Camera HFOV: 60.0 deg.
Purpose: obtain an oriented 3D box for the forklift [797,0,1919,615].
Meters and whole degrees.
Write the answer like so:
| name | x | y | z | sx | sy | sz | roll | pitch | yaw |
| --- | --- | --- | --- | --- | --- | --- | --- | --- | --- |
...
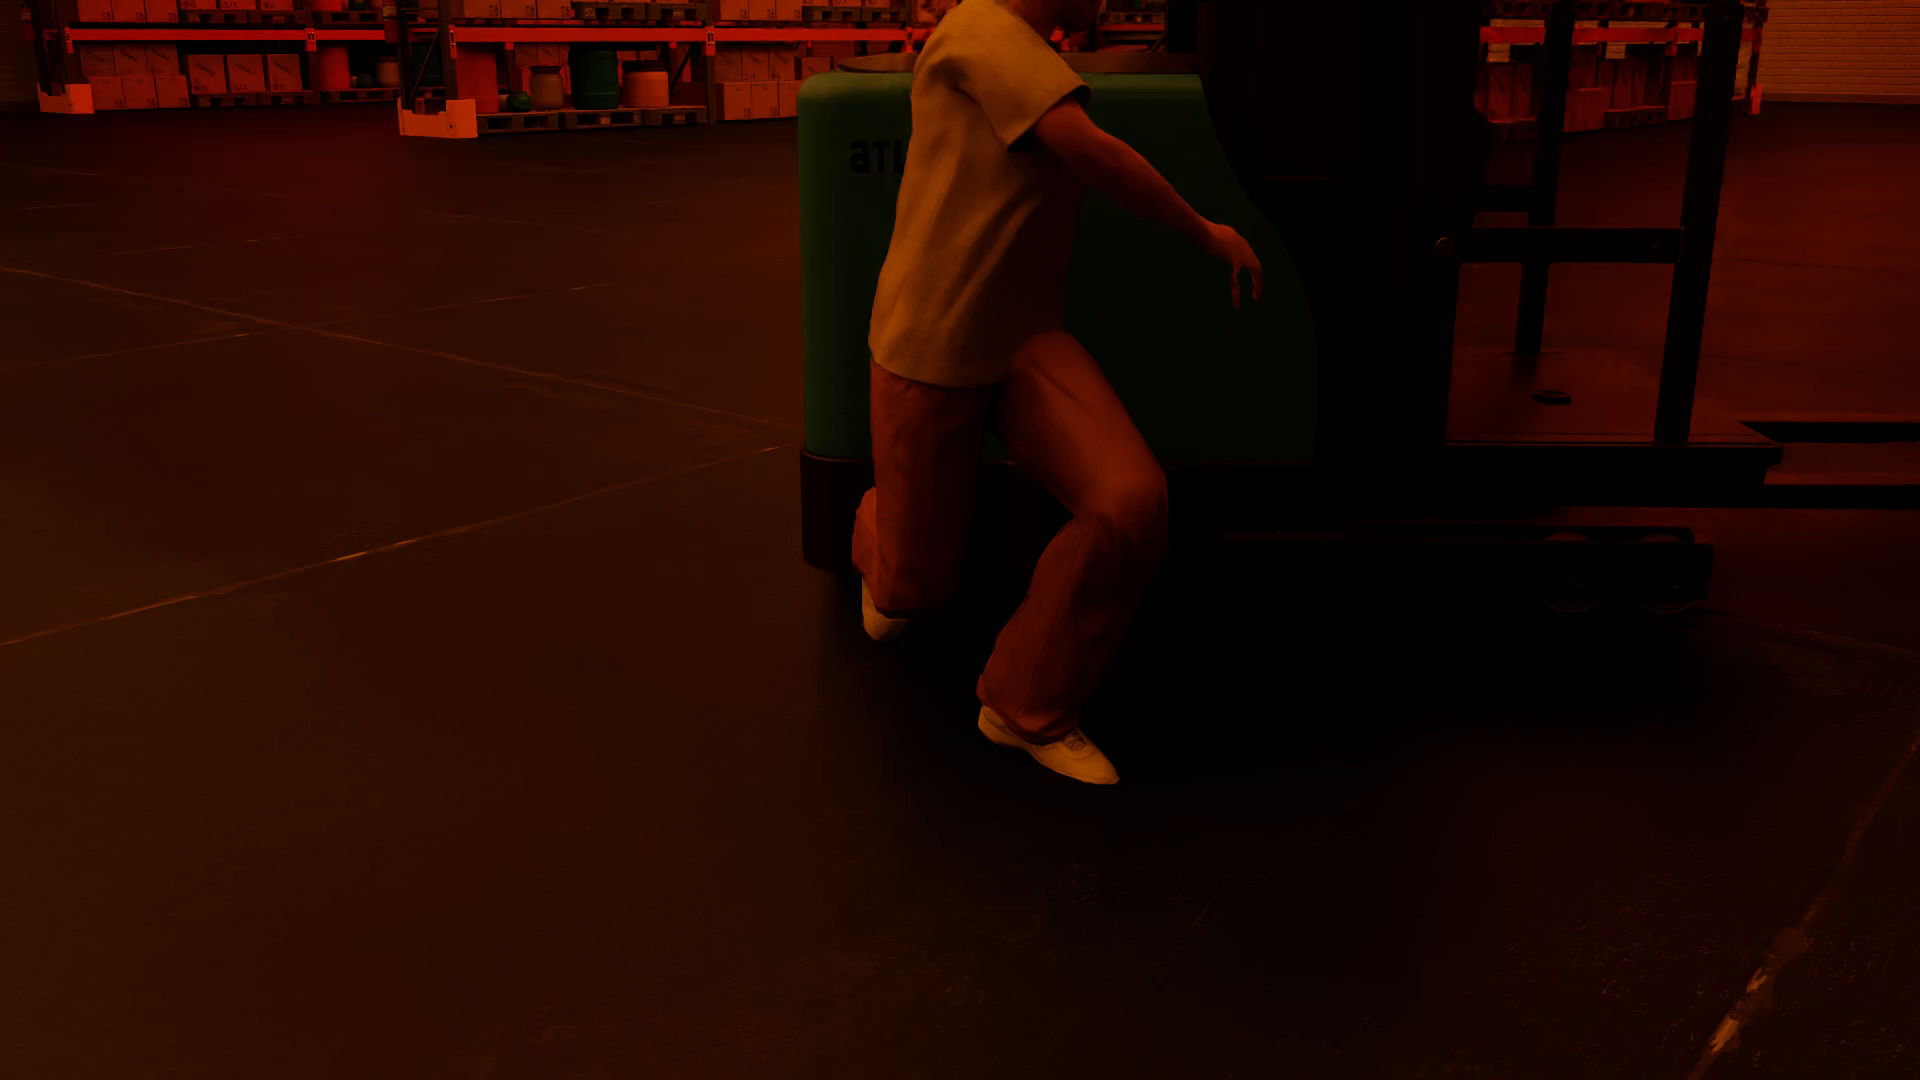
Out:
| name | x | y | z | sx | sy | sz | roll | pitch | yaw |
| --- | --- | --- | --- | --- | --- | --- | --- | --- | --- |
| forklift | 1.191 | -1.406 | 3.528 | 3.031 | 2.935 | 1.130 | 1 | 17 | 2 |

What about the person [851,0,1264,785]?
| name | x | y | z | sx | sy | sz | roll | pitch | yaw |
| --- | --- | --- | --- | --- | --- | --- | --- | --- | --- |
| person | 0.069 | -0.376 | 2.794 | 0.564 | 1.453 | 0.867 | -14 | 22 | -38 |
